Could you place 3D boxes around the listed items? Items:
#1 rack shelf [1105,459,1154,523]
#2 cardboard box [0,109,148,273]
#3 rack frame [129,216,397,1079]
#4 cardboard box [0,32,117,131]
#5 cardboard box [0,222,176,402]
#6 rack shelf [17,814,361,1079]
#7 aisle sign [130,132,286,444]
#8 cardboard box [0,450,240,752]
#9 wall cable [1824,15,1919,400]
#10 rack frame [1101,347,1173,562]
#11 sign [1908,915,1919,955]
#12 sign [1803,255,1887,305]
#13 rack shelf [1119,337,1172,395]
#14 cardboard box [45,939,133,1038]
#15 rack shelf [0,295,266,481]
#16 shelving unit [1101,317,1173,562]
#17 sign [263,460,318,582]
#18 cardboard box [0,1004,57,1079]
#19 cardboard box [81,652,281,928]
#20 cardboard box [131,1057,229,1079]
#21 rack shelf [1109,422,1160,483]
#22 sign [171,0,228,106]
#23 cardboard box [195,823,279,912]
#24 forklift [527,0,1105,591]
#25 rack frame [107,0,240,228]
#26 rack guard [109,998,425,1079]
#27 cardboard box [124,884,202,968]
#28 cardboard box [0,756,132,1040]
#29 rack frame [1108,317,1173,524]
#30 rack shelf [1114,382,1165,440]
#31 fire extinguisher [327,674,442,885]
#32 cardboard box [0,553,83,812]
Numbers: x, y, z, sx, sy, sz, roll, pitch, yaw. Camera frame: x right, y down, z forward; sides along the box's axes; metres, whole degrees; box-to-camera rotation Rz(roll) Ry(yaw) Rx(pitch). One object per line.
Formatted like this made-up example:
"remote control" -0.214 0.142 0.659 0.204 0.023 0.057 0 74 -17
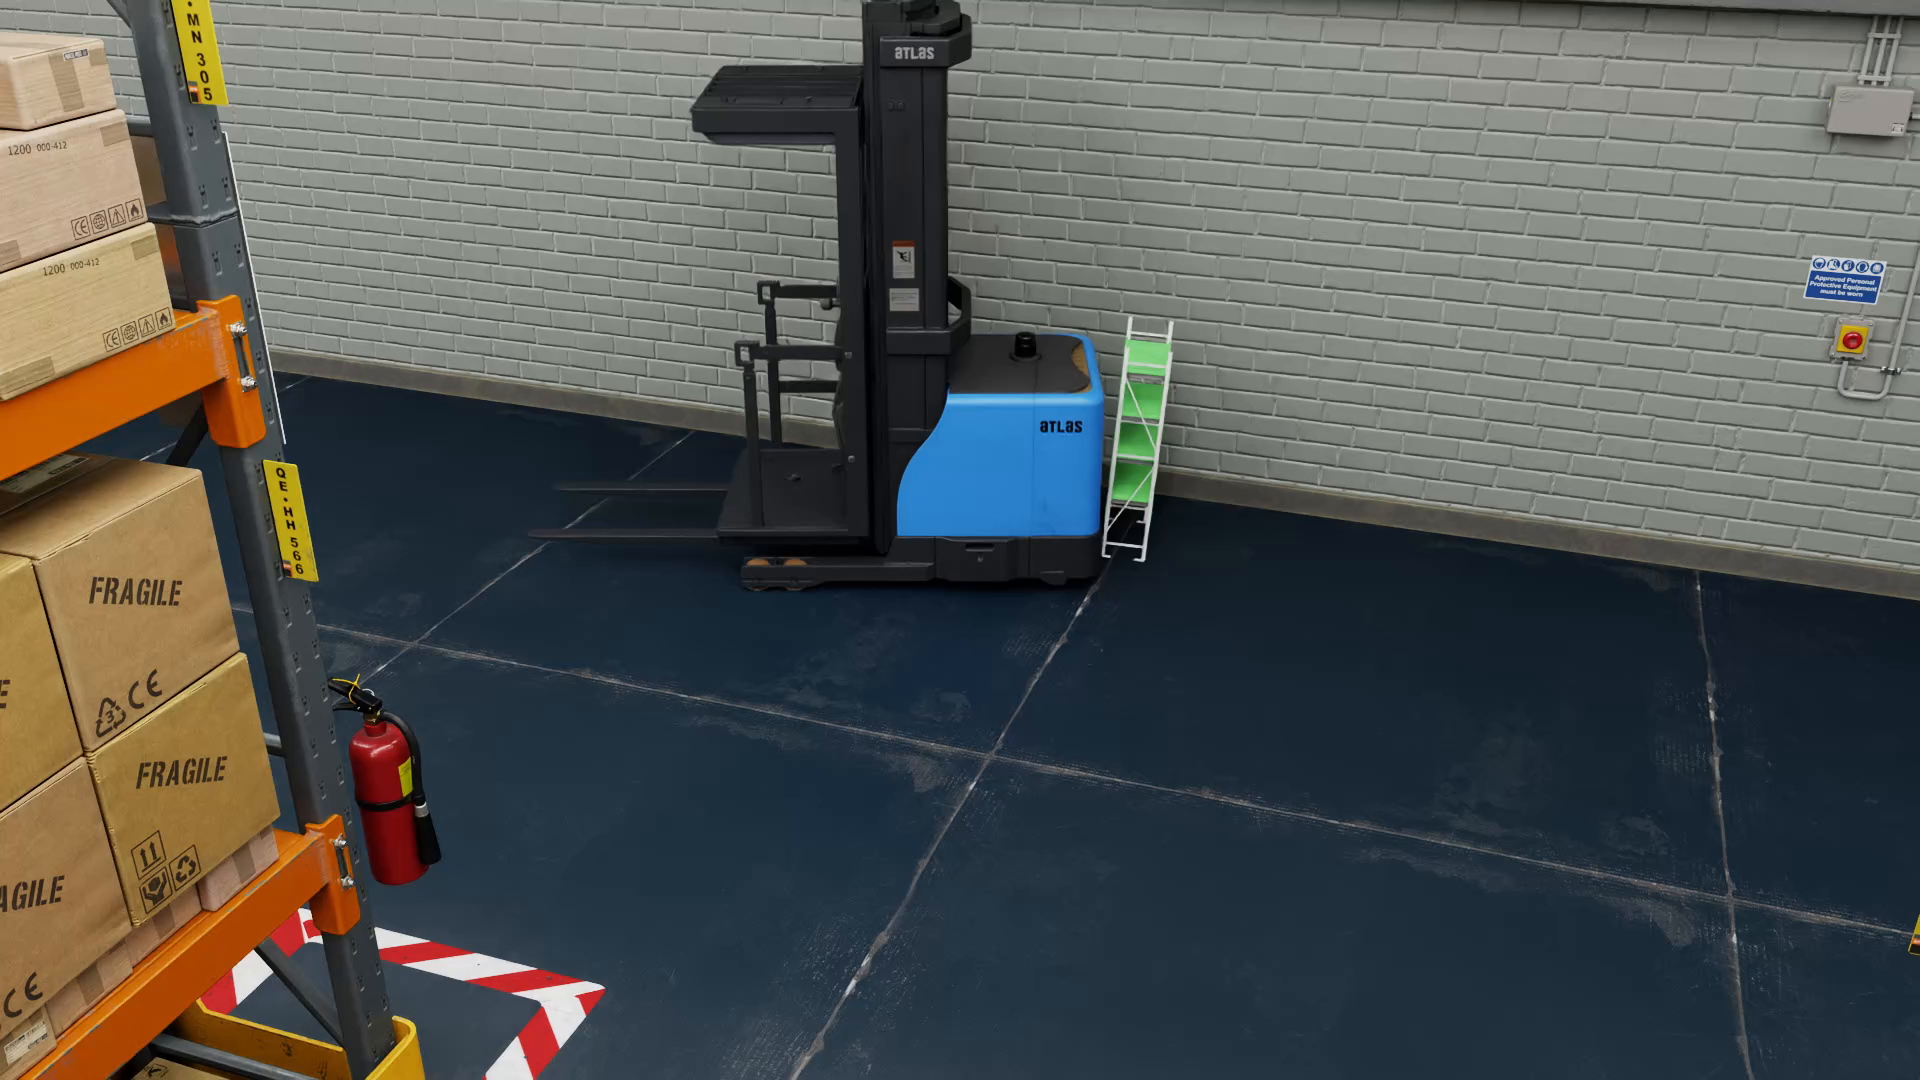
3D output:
"rack shelf" 0.933 -0.269 9.105 0.258 0.148 0.480 7 26 5
"cardboard box" -2.124 -0.753 3.519 0.500 0.250 0.500 8 27 16
"rack frame" -2.211 0.529 4.716 1.000 3.000 0.127 9 27 17
"cardboard box" -2.045 -0.979 3.529 0.380 0.149 0.250 9 27 17
"cardboard box" -2.113 -0.529 3.630 0.500 0.250 0.500 8 27 16
"rack shelf" -2.877 1.674 3.175 1.077 0.370 4.000 9 27 17
"aisle sign" -1.904 -0.628 4.122 0.394 0.787 0.004 9 27 17
"cardboard box" -2.129 0.124 3.949 0.500 0.500 0.500 8 27 16
"wall cable" 4.345 -1.587 7.884 0.585 1.953 0.123 9 27 17
"rack frame" 0.924 -0.435 8.752 0.240 1.200 0.015 7 26 5
"sign" 1.969 0.697 3.285 0.100 0.325 0.005 9 27 17
"sign" 4.320 -1.269 8.120 0.327 0.218 0.001 9 27 17
"rack shelf" 0.983 -0.913 8.786 0.258 0.148 0.480 7 26 5
"cardboard box" -2.240 1.019 3.992 0.380 0.149 0.250 8 27 17
"rack shelf" -2.877 0.324 2.522 1.077 0.370 4.000 9 27 17
"shelving unit" 0.954 -0.541 8.970 0.258 1.200 0.503 7 26 5
"sign" -1.694 -0.046 4.212 0.100 0.325 0.005 9 27 17
"cardboard box" -2.303 1.127 3.769 0.380 0.149 0.250 9 27 19
"cardboard box" -2.118 0.572 4.171 0.500 0.500 0.500 9 27 18
"cardboard box" -2.148 1.609 4.591 0.380 0.149 0.250 9 27 18
"rack shelf" 0.950 -0.483 8.999 0.258 0.148 0.480 7 26 5
"sign" -1.694 -1.131 3.686 0.100 0.325 0.005 9 27 17
"cardboard box" -2.053 0.817 4.410 0.380 0.149 0.250 9 27 18
"forklift" -0.776 -1.283 8.536 3.031 2.935 1.130 0 26 0
"rack frame" -2.211 -2.172 3.409 1.000 3.000 0.127 9 27 17
"rack guard" -2.236 1.685 5.196 1.175 0.500 0.348 9 27 17
"cardboard box" -2.171 0.913 4.210 0.380 0.149 0.250 9 27 17
"cardboard box" -2.294 0.783 3.736 0.500 0.500 0.500 8 27 17
"rack frame" 0.984 -0.646 9.188 0.240 1.200 0.015 7 26 5
"rack shelf" 0.966 -0.698 8.892 0.258 0.148 0.480 7 26 5
"fire extinguisher" -1.692 0.695 4.890 0.296 0.674 0.183 9 27 17
"cardboard box" -2.297 0.332 3.519 0.500 0.500 0.500 8 27 16
